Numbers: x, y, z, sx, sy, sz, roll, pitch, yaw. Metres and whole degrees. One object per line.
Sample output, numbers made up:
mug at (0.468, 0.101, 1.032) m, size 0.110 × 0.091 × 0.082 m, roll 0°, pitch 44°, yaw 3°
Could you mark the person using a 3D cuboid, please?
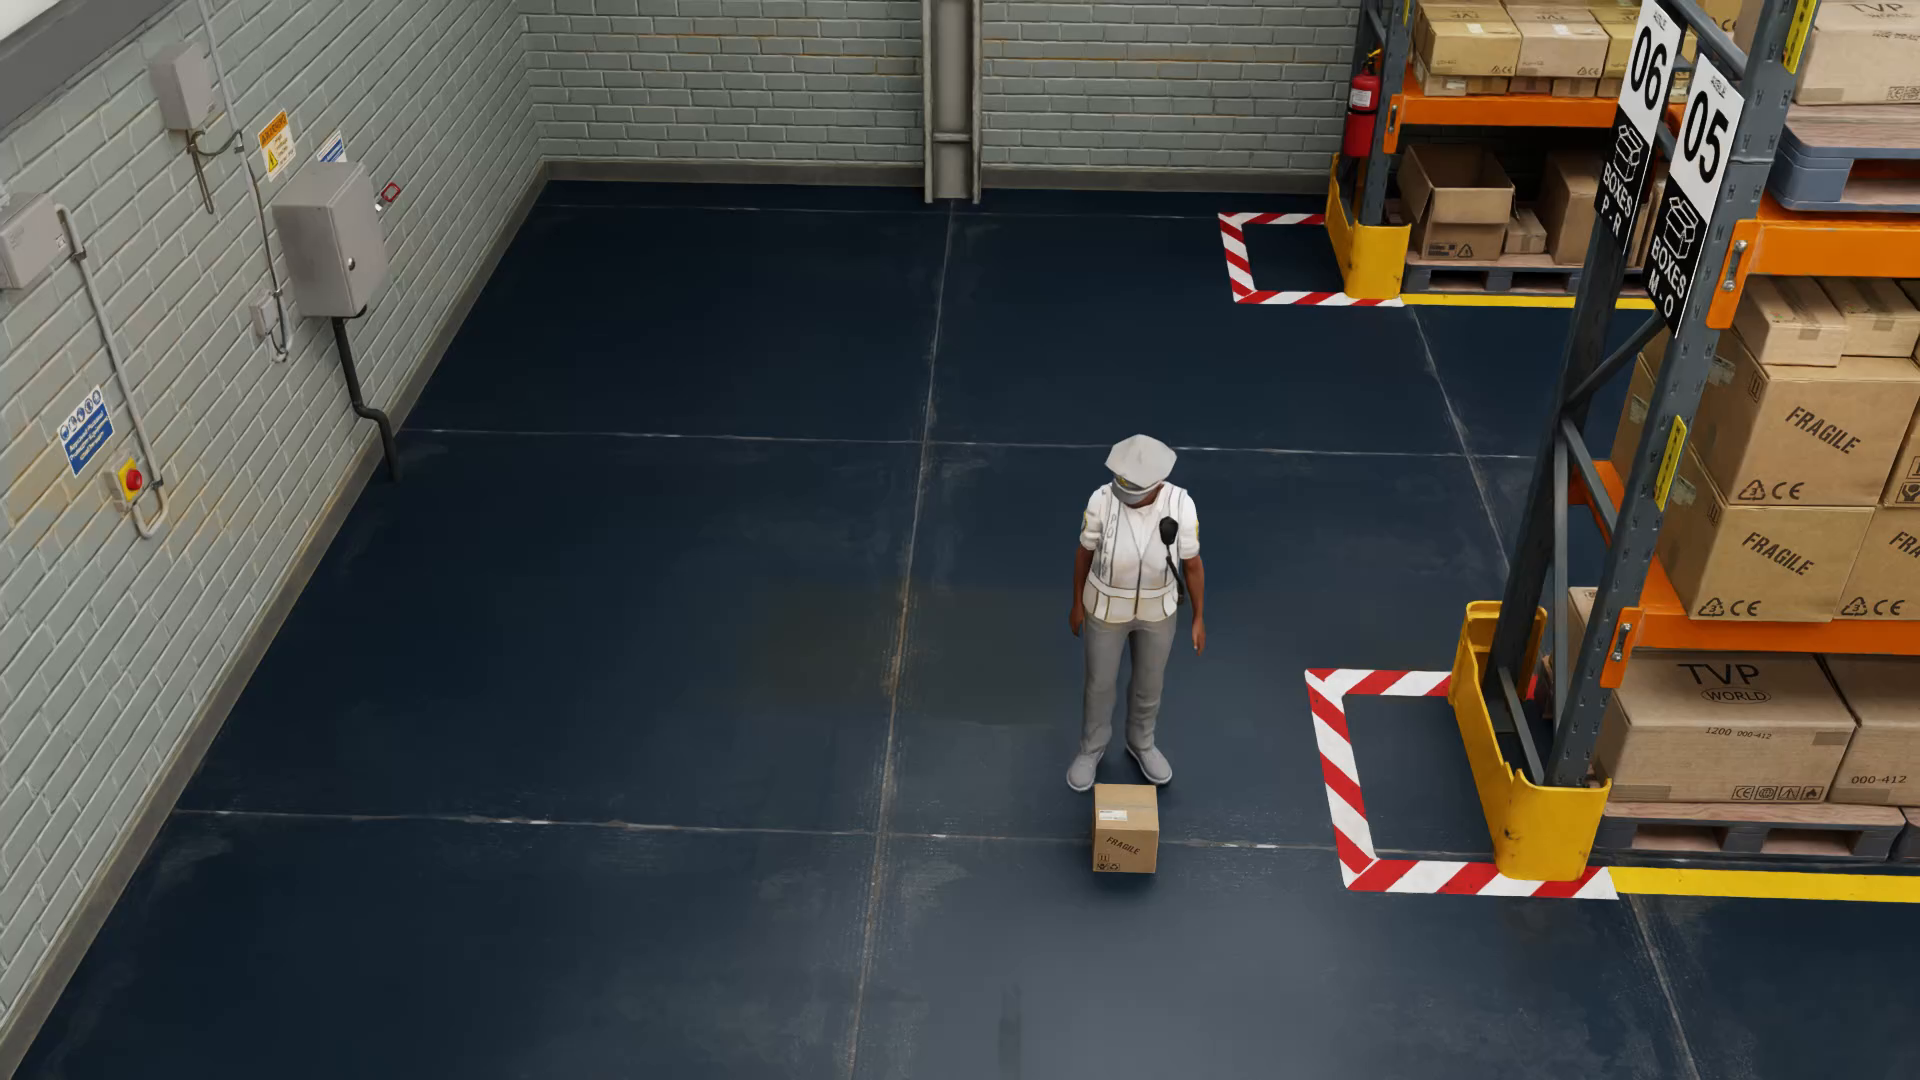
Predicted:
person at (0.715, 0.312, 6.671) m, size 0.537 × 1.672 × 0.397 m, roll -2°, pitch 36°, yaw -3°
